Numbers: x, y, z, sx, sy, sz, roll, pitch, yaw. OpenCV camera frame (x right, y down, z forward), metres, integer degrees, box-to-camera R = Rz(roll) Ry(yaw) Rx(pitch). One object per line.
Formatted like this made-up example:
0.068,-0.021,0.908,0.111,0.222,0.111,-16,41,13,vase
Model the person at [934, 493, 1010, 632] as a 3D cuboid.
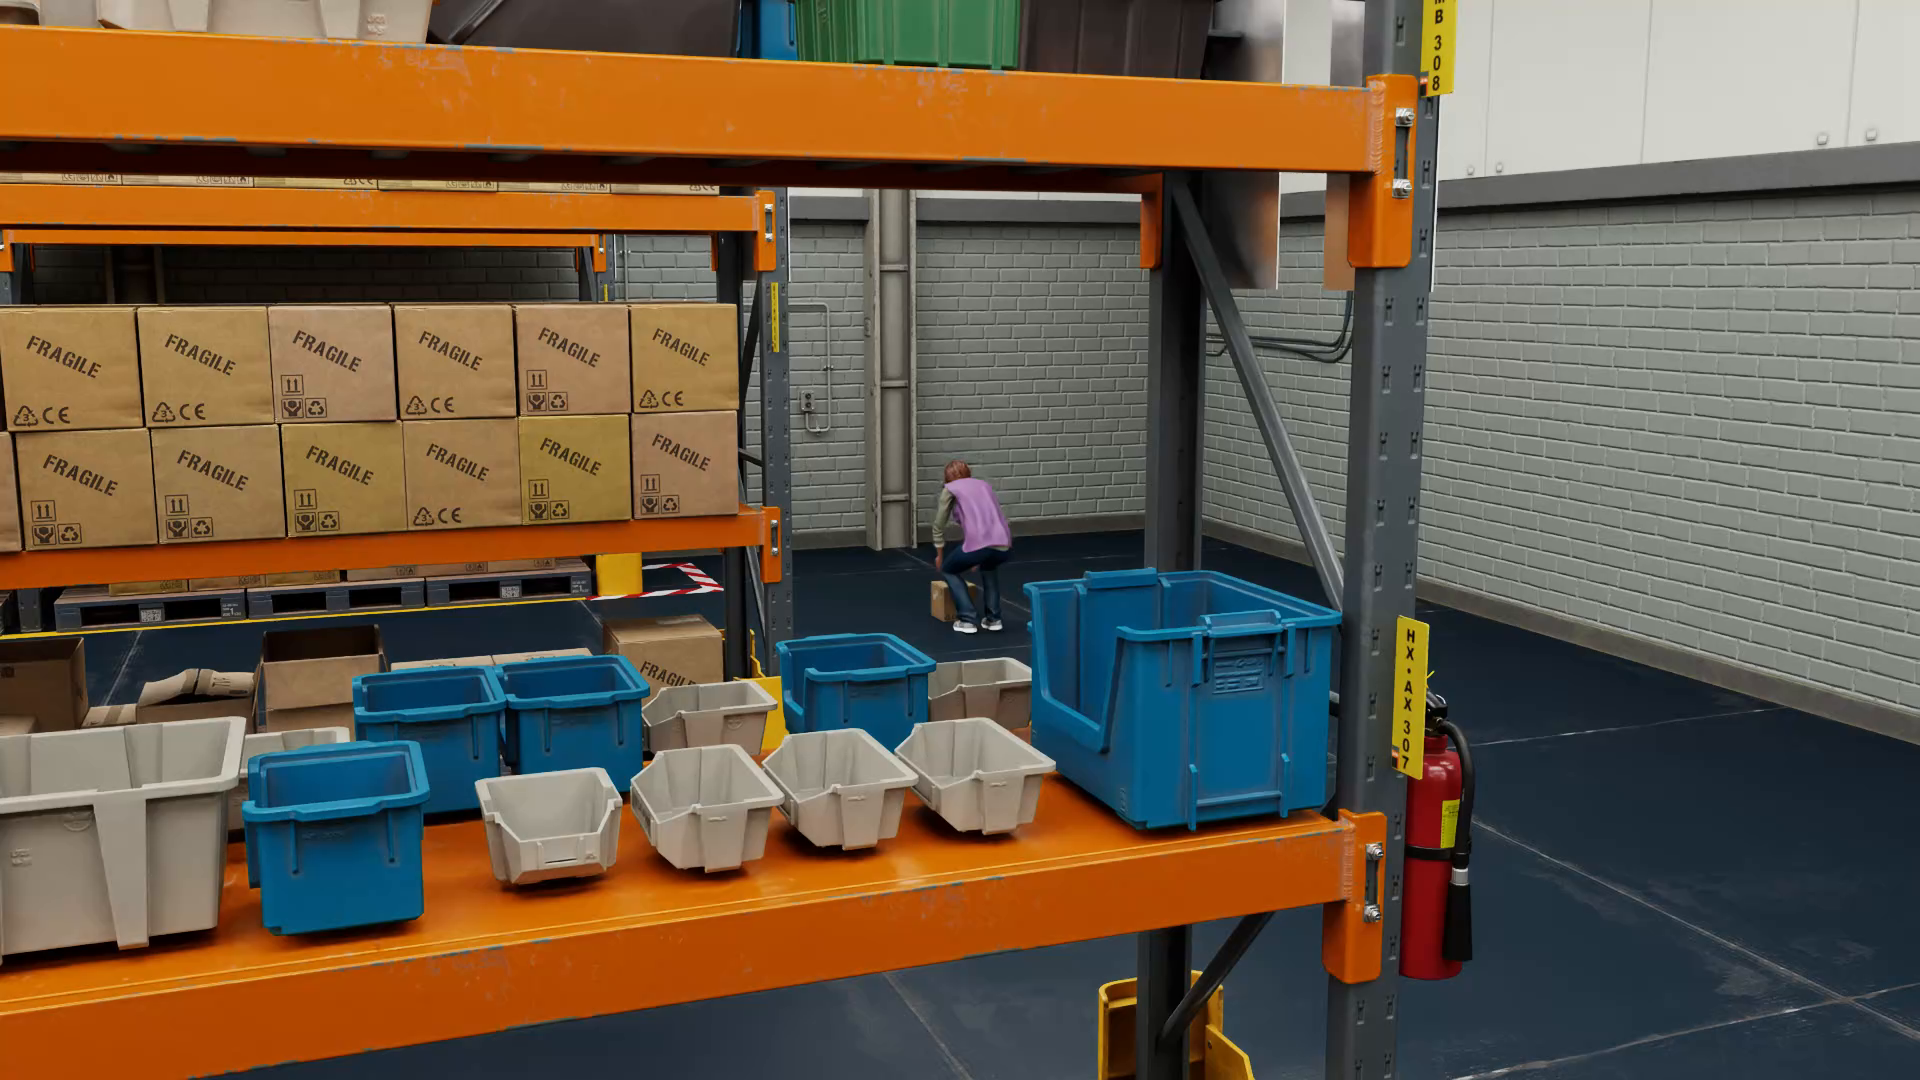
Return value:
0.058,0.128,11.616,0.404,0.959,0.868,-4,10,-23,person
